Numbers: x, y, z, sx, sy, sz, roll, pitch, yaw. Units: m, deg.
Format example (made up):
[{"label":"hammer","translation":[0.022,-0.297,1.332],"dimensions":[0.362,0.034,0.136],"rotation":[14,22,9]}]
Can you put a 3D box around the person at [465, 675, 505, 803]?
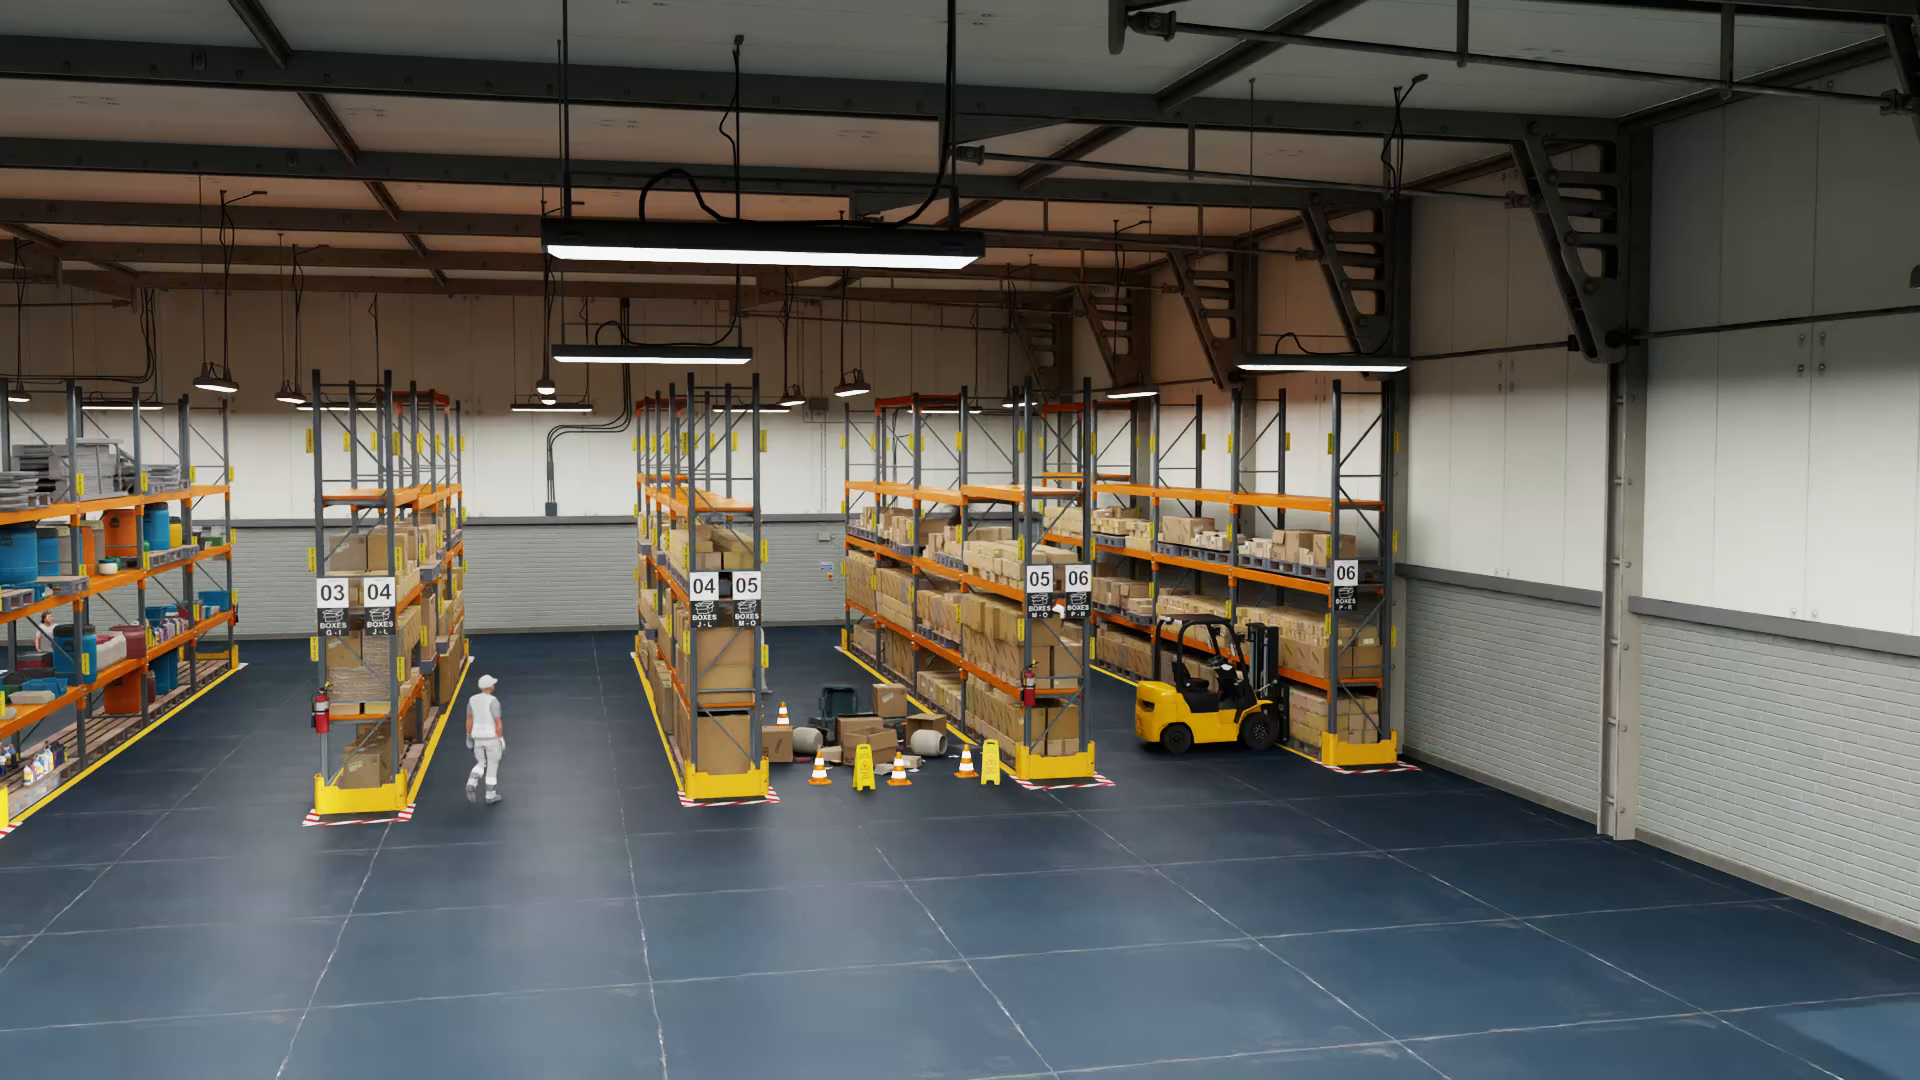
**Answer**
[{"label":"person","translation":[-6.615,2.763,23.101],"dimensions":[0.600,1.783,0.520],"rotation":[1,3,19]}]

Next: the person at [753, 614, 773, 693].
[{"label":"person","translation":[-4.062,2.245,33.540],"dimensions":[0.526,1.679,0.528],"rotation":[-1,3,-18]}]

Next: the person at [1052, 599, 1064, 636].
[{"label":"person","translation":[2.043,2.017,36.255],"dimensions":[0.371,1.764,0.608],"rotation":[-1,4,-23]}]

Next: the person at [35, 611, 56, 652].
[{"label":"person","translation":[-18.372,2.259,33.471],"dimensions":[0.398,1.609,0.974],"rotation":[-1,3,-9]}]
